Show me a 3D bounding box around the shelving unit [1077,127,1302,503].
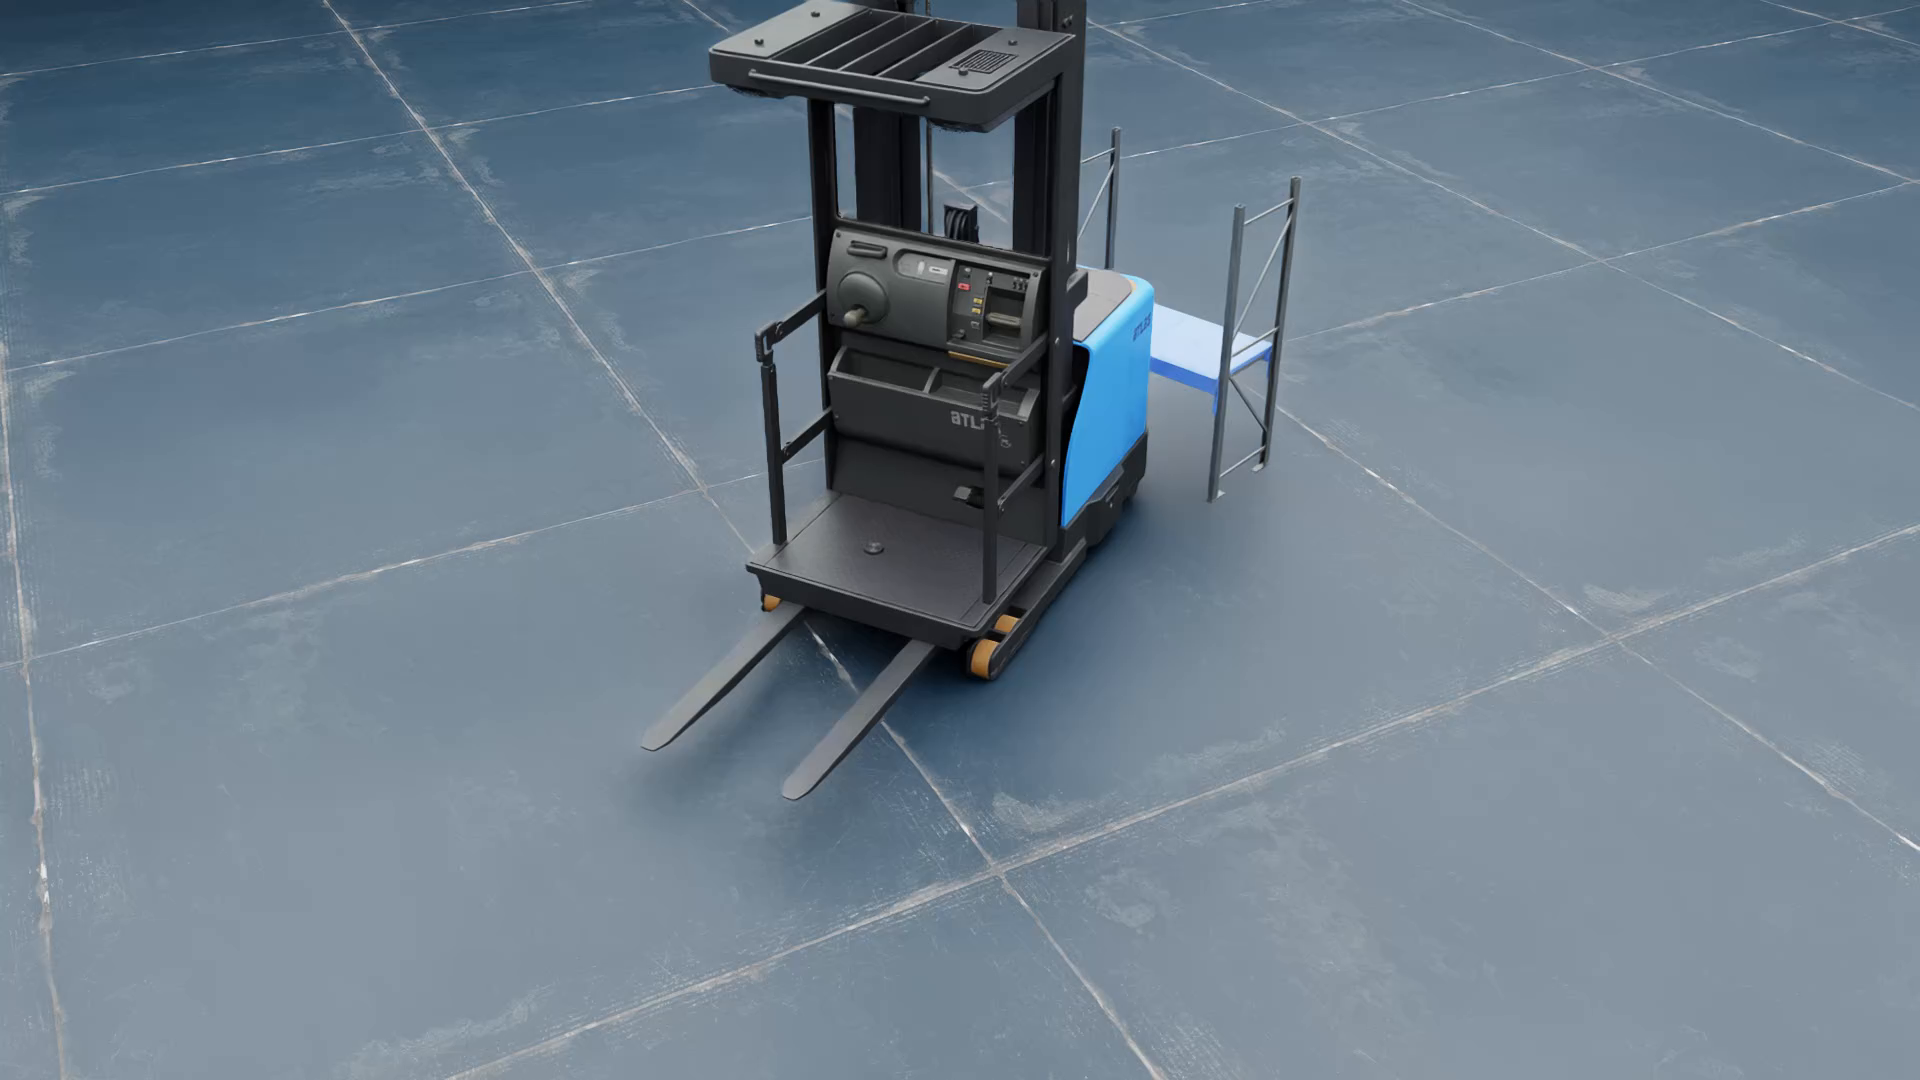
[{"bbox_3d":[0.992,-1.099,8.076,1.048,1.500,0.538,26,41,34],"label":"shelving unit"}]

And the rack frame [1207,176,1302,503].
[{"bbox_3d":[1.373,-0.918,7.792,0.032,1.500,0.500,26,41,34],"label":"rack frame"}]

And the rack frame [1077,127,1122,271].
[{"bbox_3d":[0.611,-1.281,8.359,0.032,1.500,0.500,26,41,34],"label":"rack frame"}]

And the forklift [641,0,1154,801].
[{"bbox_3d":[-0.205,-0.933,6.489,1.130,2.935,3.031,15,36,22],"label":"forklift"}]

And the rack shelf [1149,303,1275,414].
[{"bbox_3d":[0.992,-0.948,8.173,1.000,0.185,0.538,26,41,34],"label":"rack shelf"}]
